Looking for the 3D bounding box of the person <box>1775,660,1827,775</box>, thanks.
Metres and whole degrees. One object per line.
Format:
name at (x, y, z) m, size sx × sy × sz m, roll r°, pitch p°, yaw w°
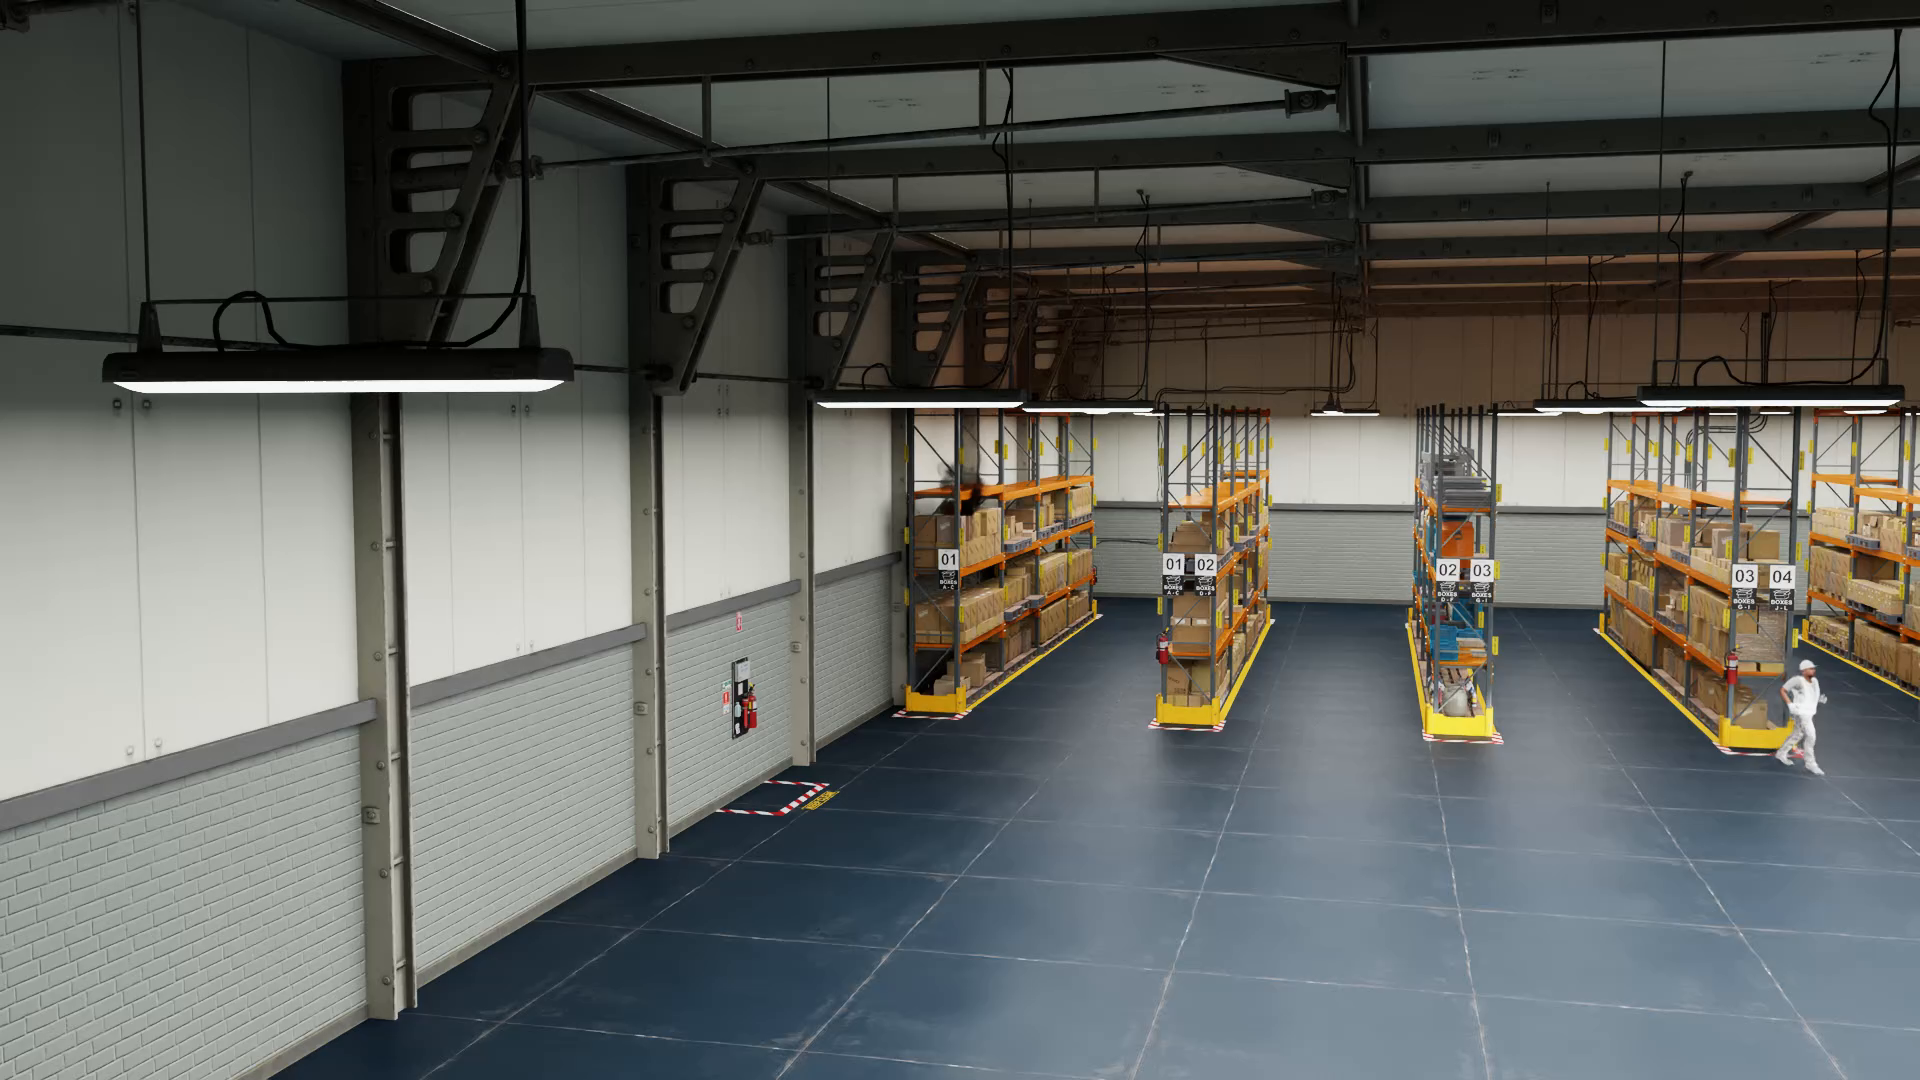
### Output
person at (13.687, 2.840, 27.014) m, size 0.674 × 1.810 × 0.862 m, roll -3°, pitch 5°, yaw -37°
